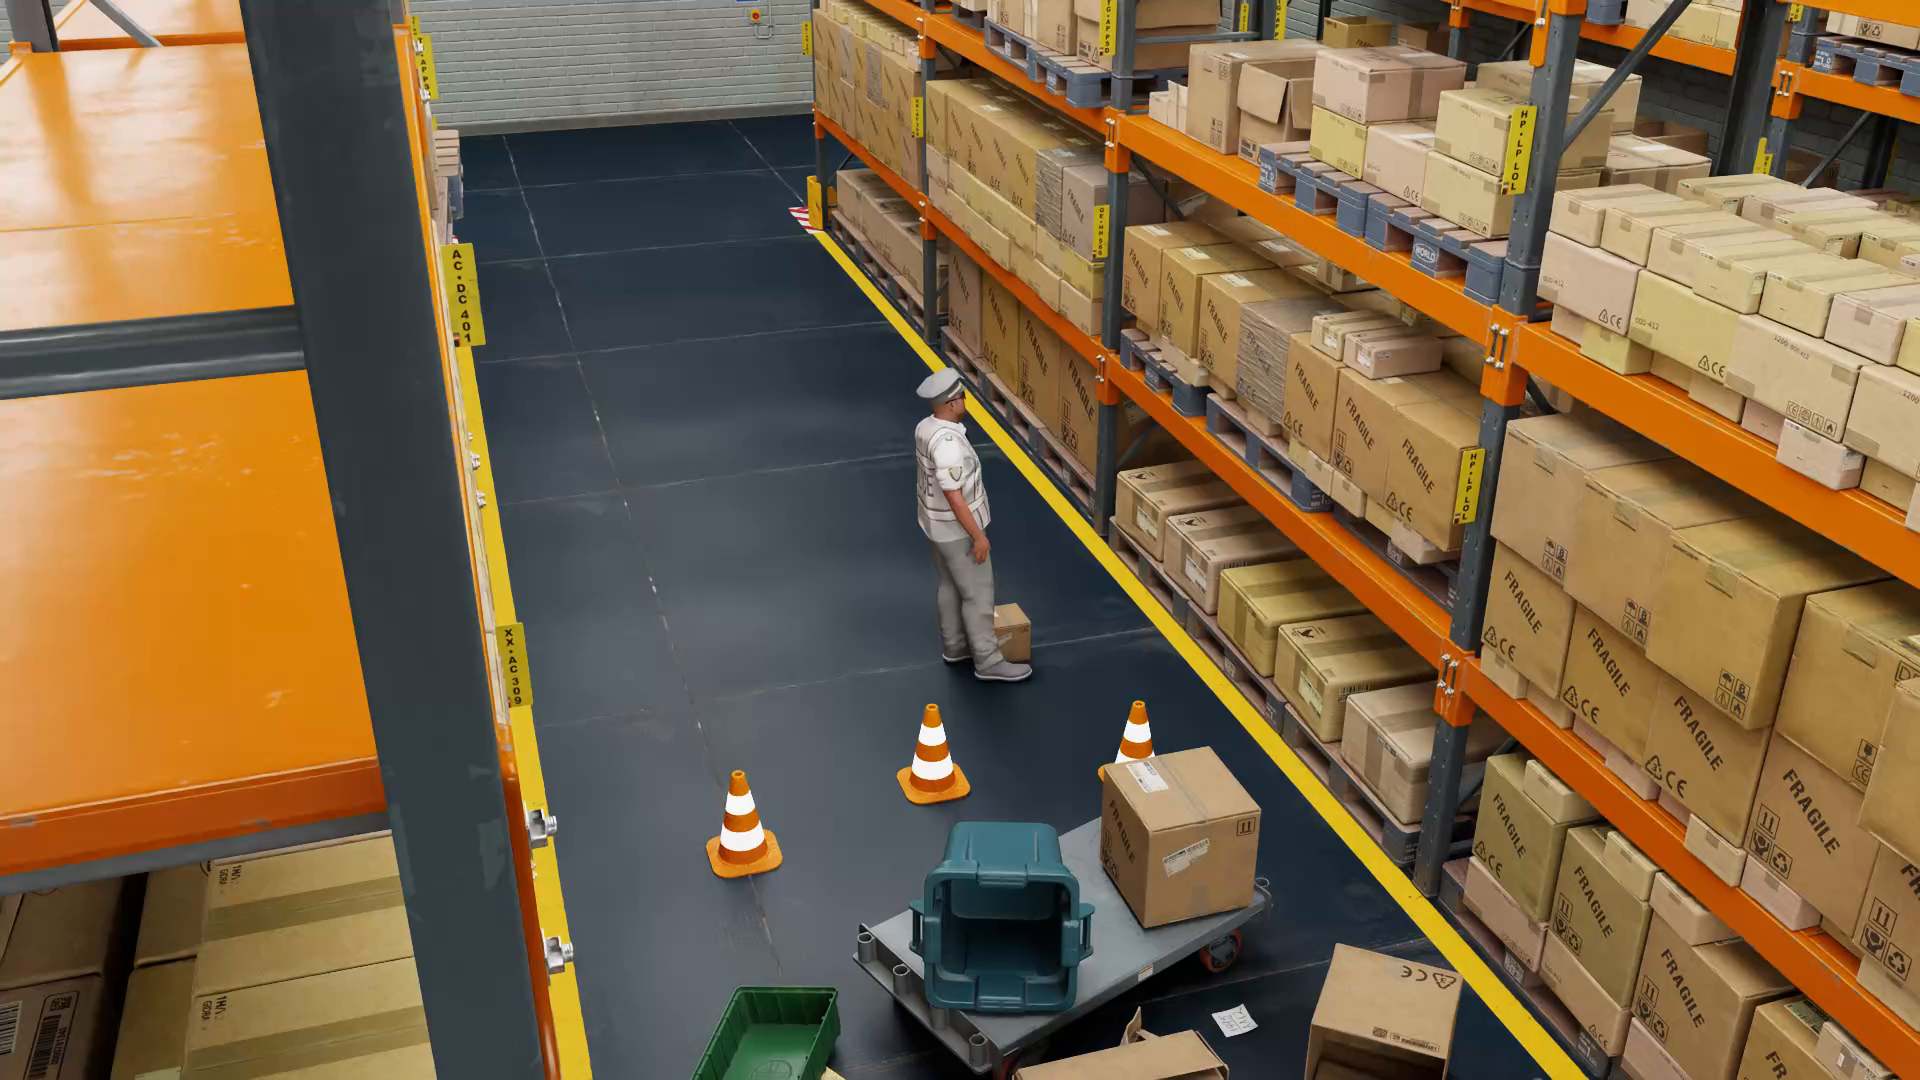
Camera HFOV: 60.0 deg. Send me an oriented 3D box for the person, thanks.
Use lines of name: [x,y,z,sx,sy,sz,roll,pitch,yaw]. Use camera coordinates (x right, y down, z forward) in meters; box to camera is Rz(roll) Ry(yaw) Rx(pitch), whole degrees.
person: [0.057,-0.102,9.260,0.573,1.779,0.642,-8,27,-16]
